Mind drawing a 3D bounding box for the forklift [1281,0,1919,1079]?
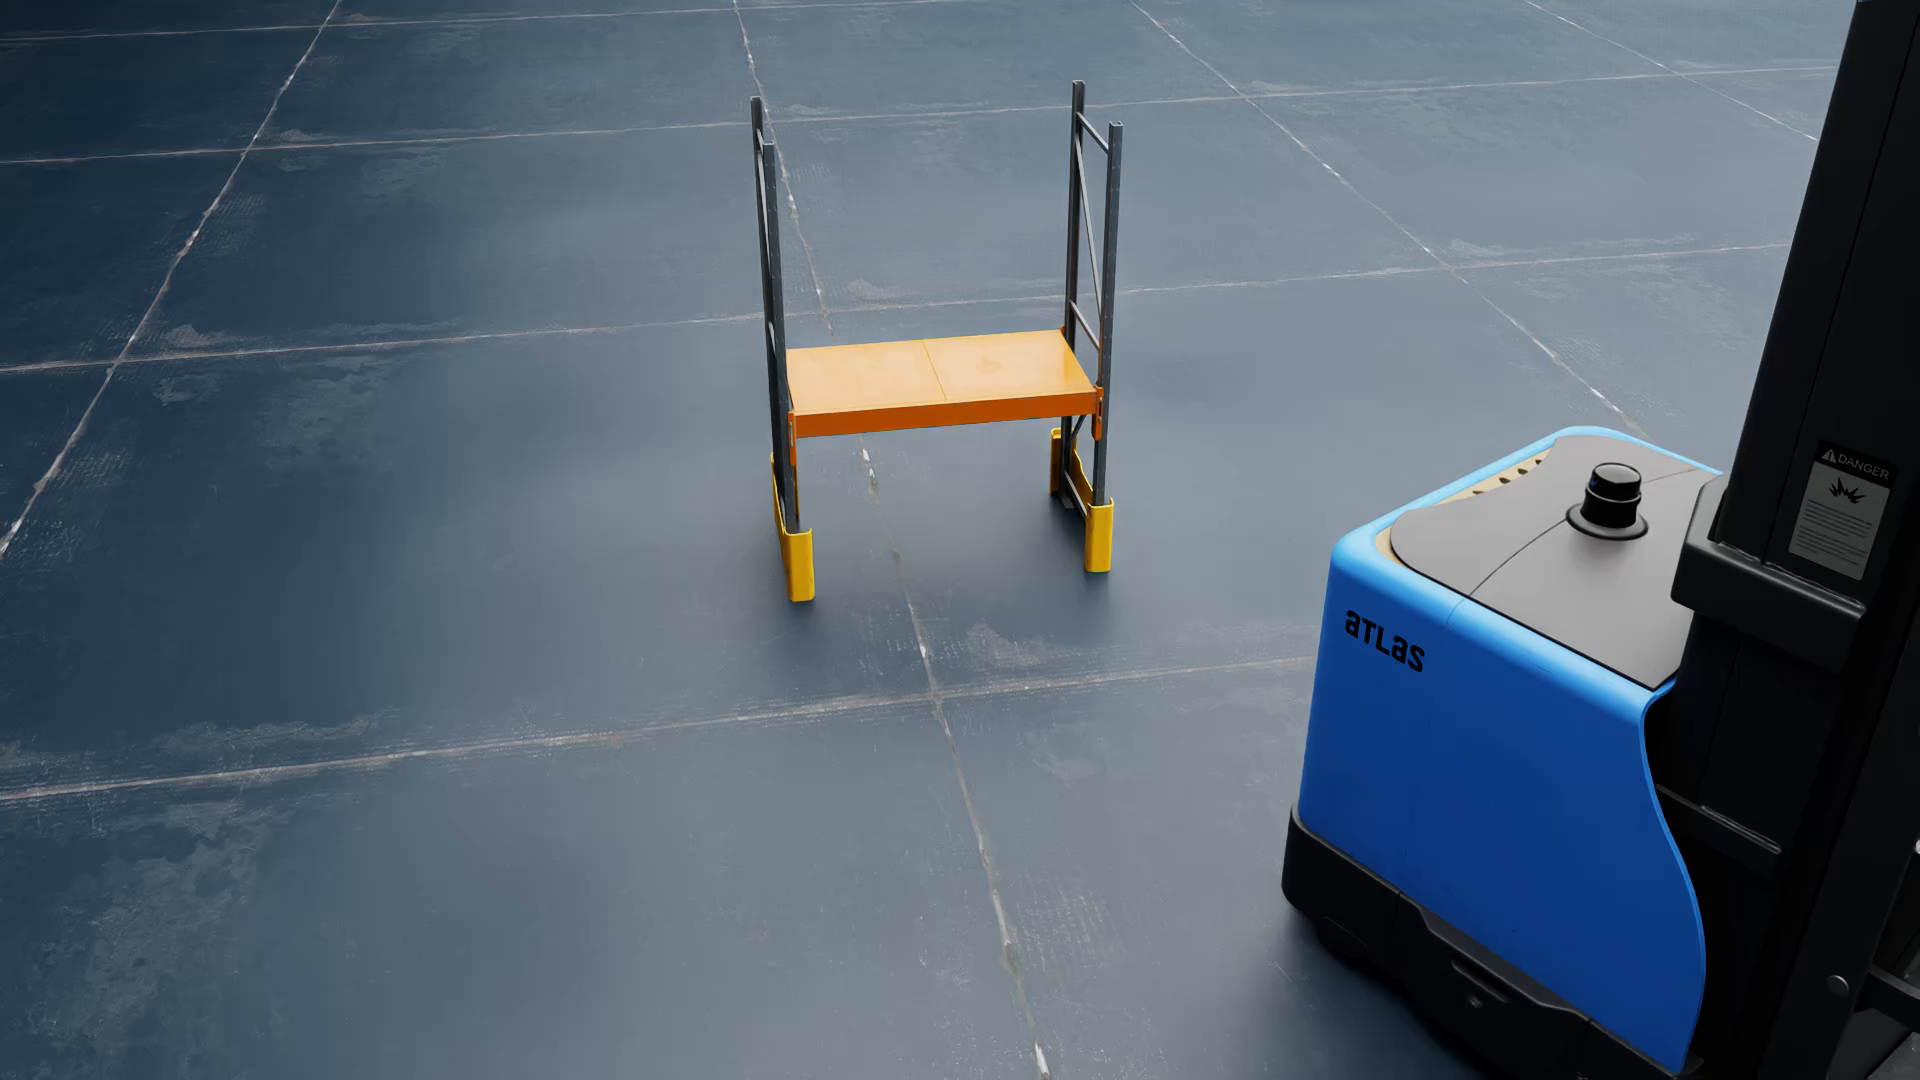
[{"bbox_3d":[2.115,0.090,2.706,1.130,2.935,3.031,-22,37,-33],"label":"forklift"}]

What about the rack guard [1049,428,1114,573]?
[{"bbox_3d":[0.415,-0.146,5.752,0.087,0.250,0.587,-5,31,-9],"label":"rack guard"}]

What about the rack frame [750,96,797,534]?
[{"bbox_3d":[-0.584,-0.592,5.278,0.032,1.500,0.500,-5,31,-9],"label":"rack frame"}]

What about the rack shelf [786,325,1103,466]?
[{"bbox_3d":[-0.084,-0.484,5.448,1.000,0.185,0.538,-5,31,-9],"label":"rack shelf"}]

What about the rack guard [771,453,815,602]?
[{"bbox_3d":[-0.565,-0.055,5.597,0.087,0.250,0.587,-5,31,-9],"label":"rack guard"}]

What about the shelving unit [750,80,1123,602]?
[{"bbox_3d":[-0.075,-0.640,5.358,1.083,1.500,0.587,-5,31,-9],"label":"shelving unit"}]

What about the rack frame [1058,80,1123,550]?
[{"bbox_3d":[0.416,-0.685,5.436,0.032,1.500,0.500,-5,31,-9],"label":"rack frame"}]
